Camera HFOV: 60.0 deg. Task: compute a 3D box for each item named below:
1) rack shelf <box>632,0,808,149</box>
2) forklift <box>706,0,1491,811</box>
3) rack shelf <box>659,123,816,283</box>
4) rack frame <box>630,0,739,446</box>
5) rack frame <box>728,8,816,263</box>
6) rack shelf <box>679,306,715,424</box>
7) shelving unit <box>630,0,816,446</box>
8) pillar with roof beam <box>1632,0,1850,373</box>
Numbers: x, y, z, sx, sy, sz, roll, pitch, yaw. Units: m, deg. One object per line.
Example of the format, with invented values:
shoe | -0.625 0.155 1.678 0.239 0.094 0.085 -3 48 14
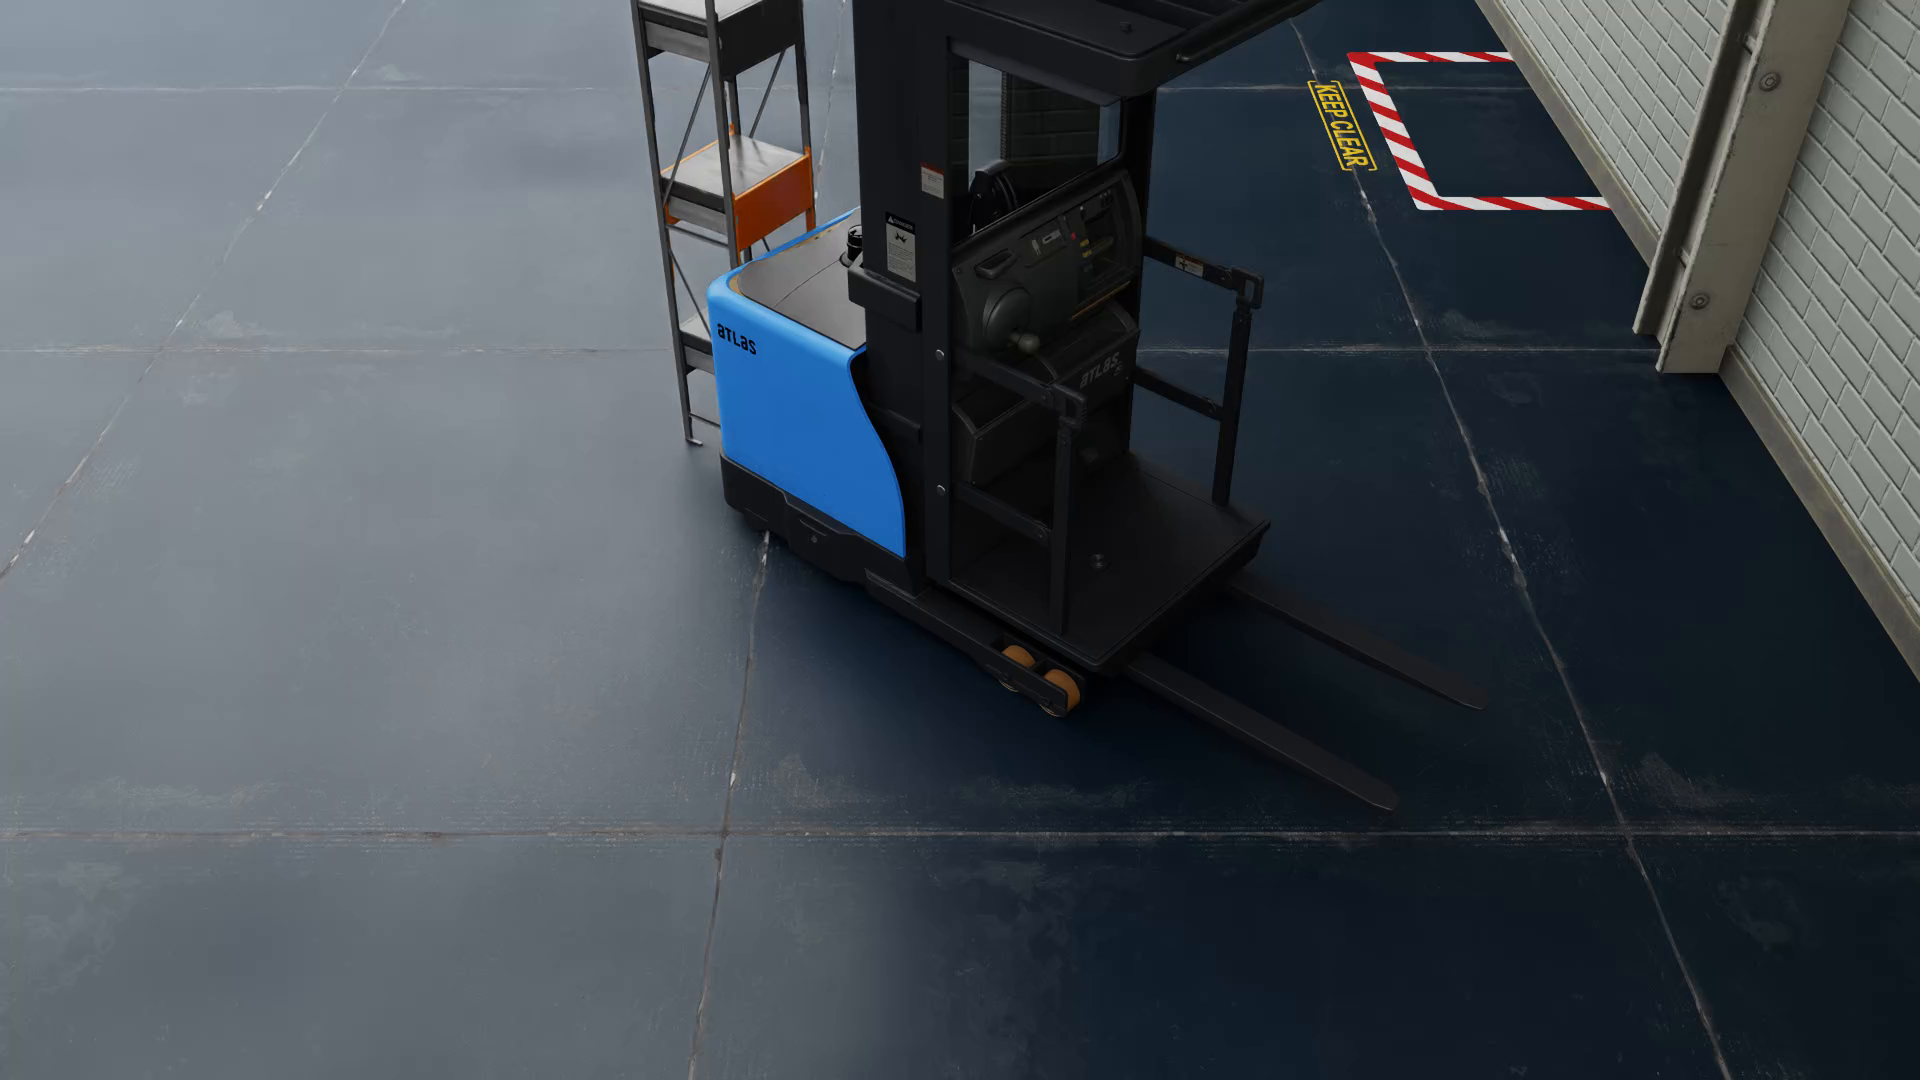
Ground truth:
rack shelf | -0.900 -1.857 6.290 0.431 0.518 0.480 23 44 26
forklift | 0.467 -0.886 5.512 3.031 2.935 1.130 29 47 31
rack shelf | -0.900 -1.310 6.728 0.431 0.518 0.480 23 44 26
rack frame | -1.035 -1.194 6.561 0.400 2.100 0.015 23 44 26
rack frame | -0.764 -1.448 6.878 0.400 2.100 0.015 23 44 26
rack shelf | -0.900 -0.764 7.166 0.431 0.518 0.480 23 44 26
shelving unit | -0.900 -1.321 6.719 0.431 2.100 0.503 23 44 26
pillar with roof beam | -0.906 -4.410 5.057 9.100 9.000 0.400 0 39 0
